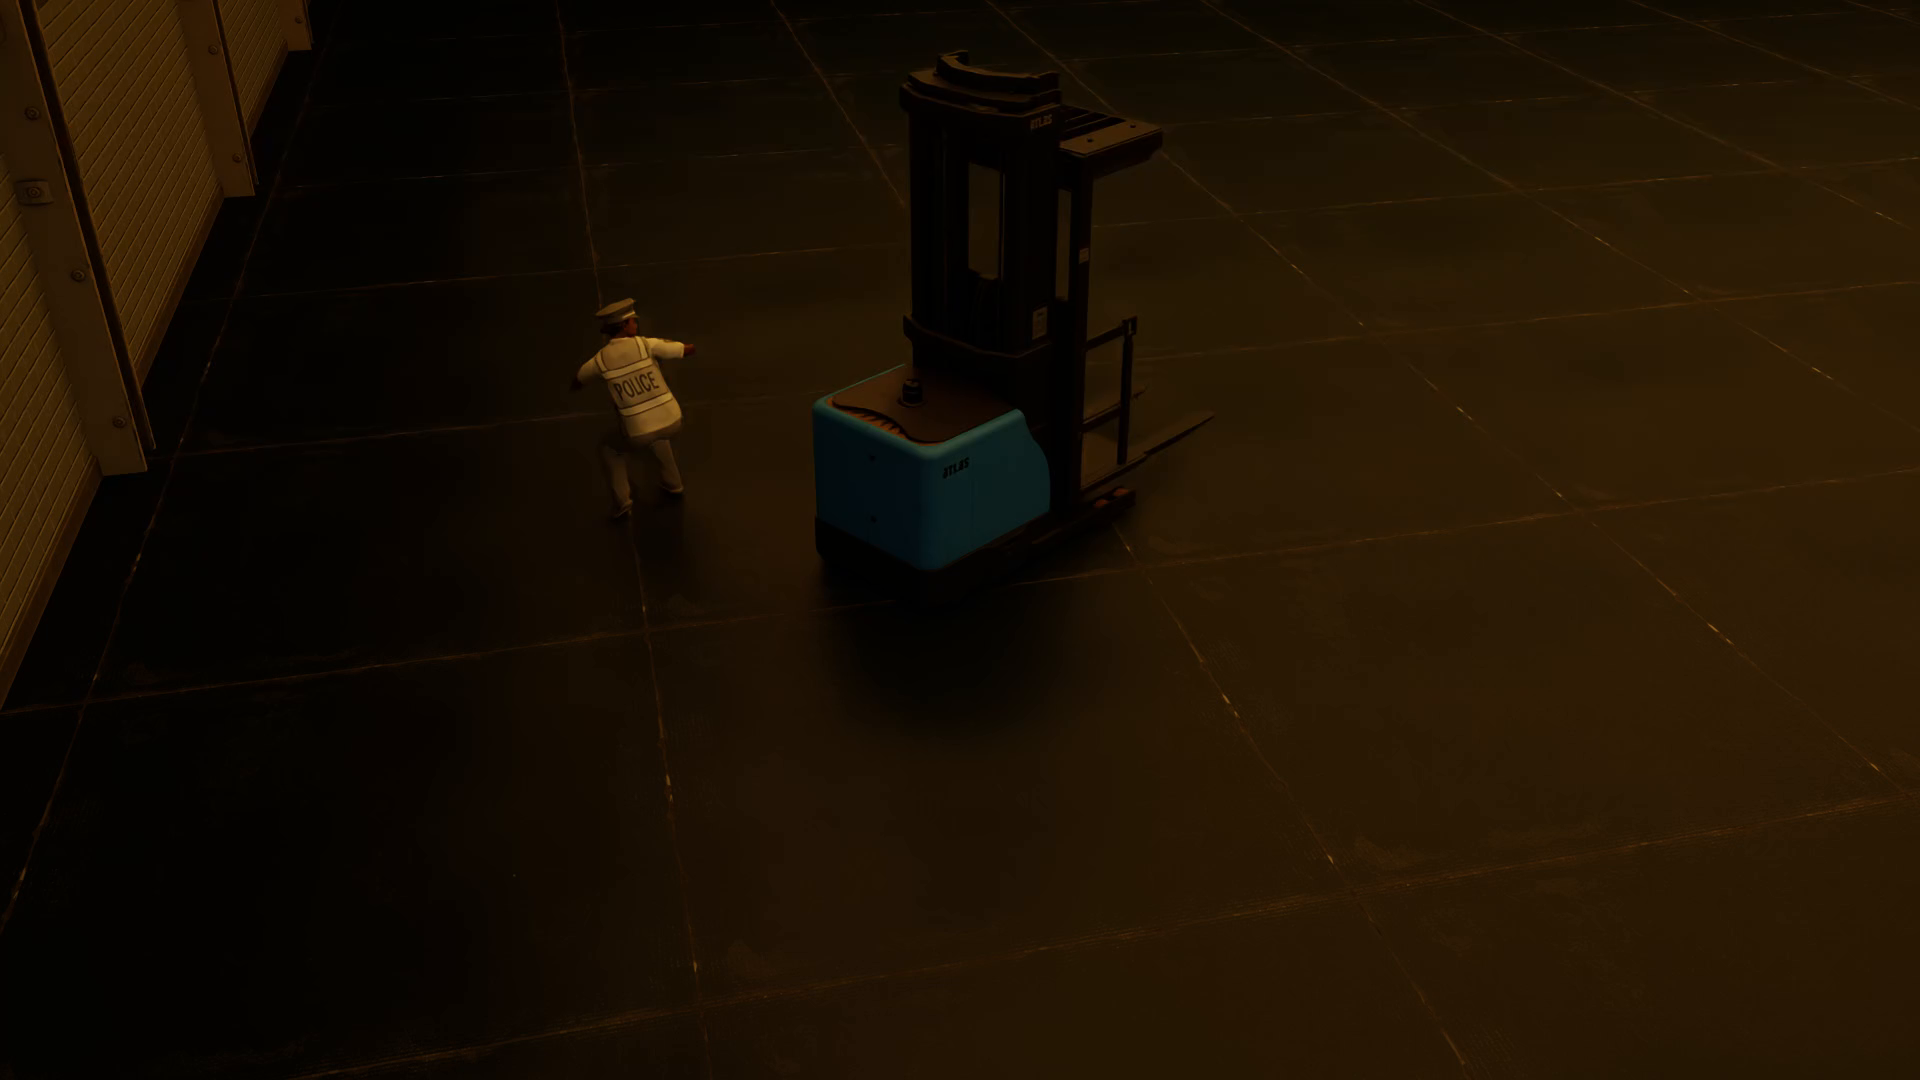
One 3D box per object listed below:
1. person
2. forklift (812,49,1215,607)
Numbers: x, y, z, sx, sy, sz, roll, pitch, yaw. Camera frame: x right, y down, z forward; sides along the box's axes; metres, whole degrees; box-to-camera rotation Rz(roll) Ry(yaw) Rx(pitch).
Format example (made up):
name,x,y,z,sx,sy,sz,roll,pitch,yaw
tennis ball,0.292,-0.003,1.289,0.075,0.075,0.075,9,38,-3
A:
name,x,y,z,sx,sy,sz,roll,pitch,yaw
person,-2.072,-0.882,10.649,0.716,1.414,0.893,-14,33,-23
forklift,0.495,-1.524,10.206,1.130,2.935,3.031,26,39,37
